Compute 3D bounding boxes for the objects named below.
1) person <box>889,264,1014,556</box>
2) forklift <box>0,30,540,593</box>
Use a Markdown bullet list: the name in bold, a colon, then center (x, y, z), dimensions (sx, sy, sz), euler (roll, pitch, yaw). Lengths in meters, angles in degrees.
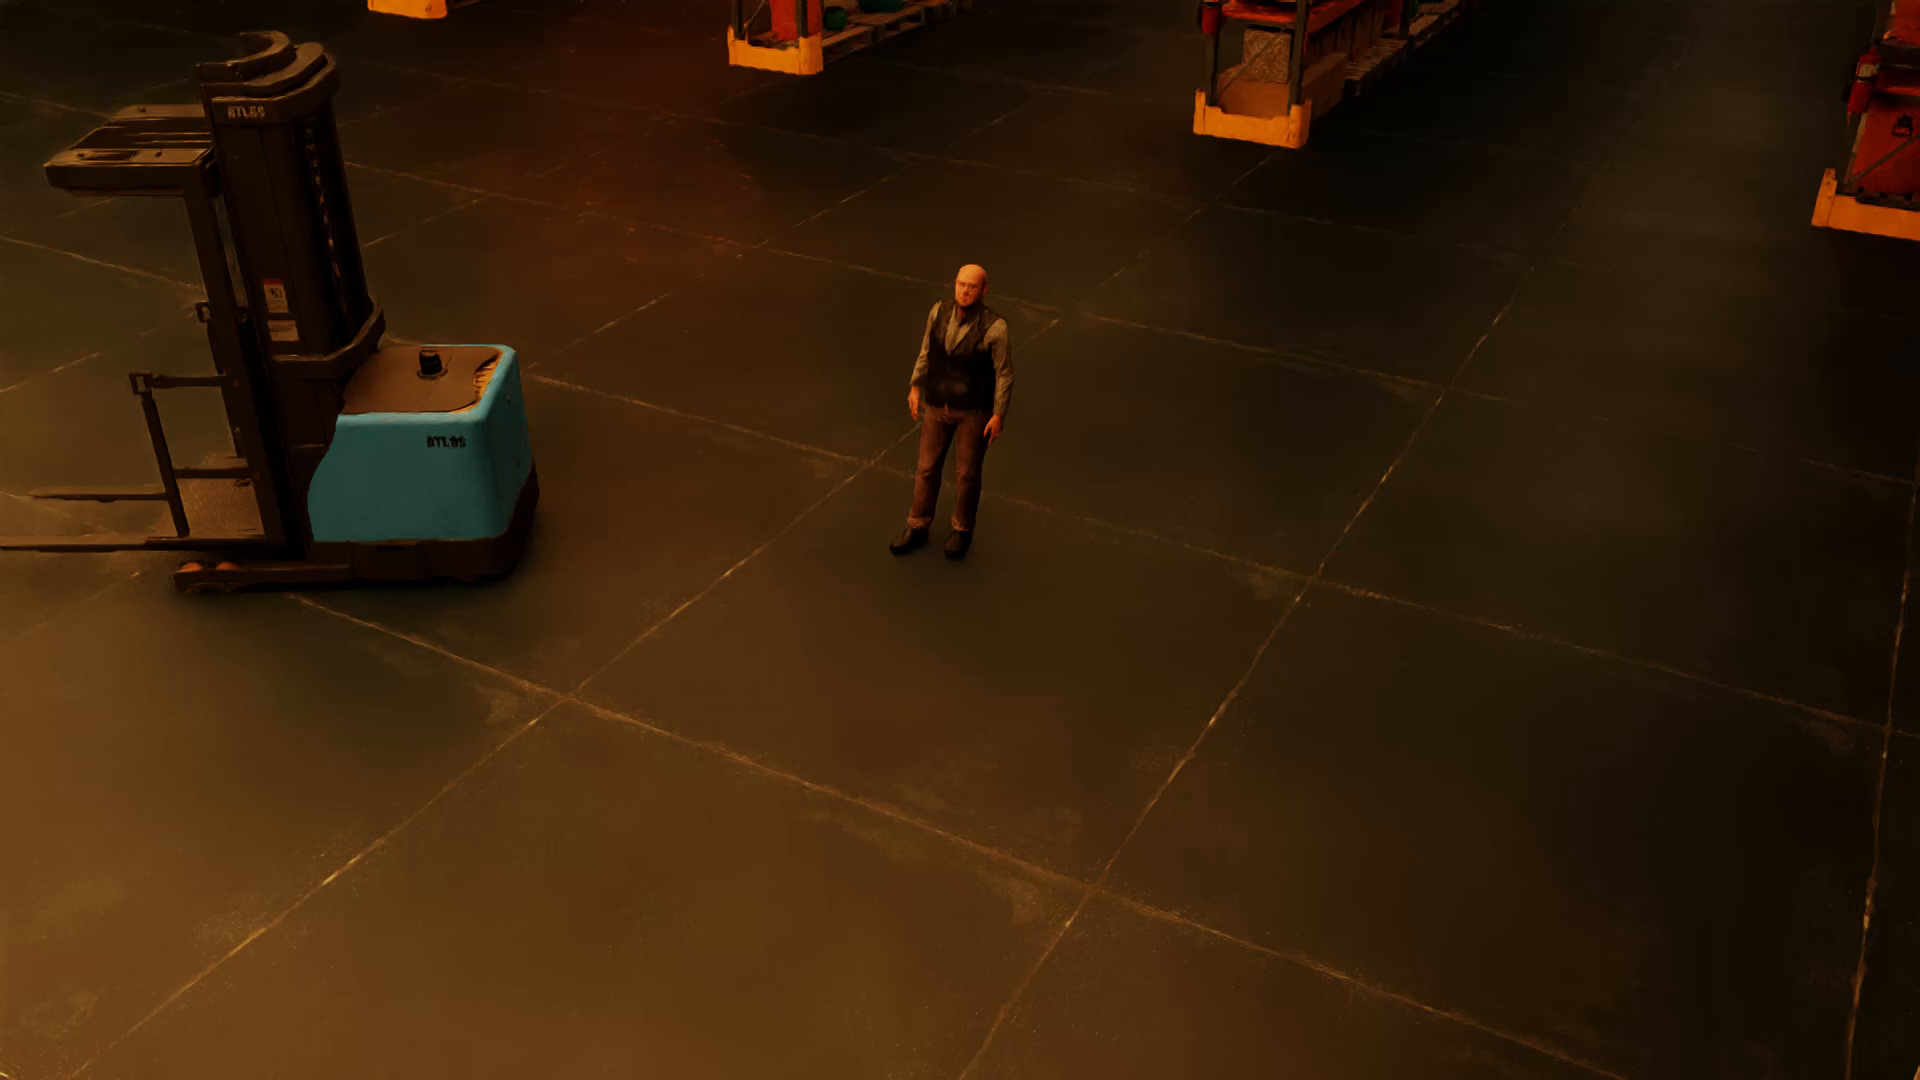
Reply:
- **person**: center (-0.037, -0.726, 9.525), dimensions (0.632, 1.720, 0.567), euler (15, 33, 25)
- **forklift**: center (-4.111, -1.240, 9.219), dimensions (3.031, 2.935, 1.130), euler (-1, 30, -2)
